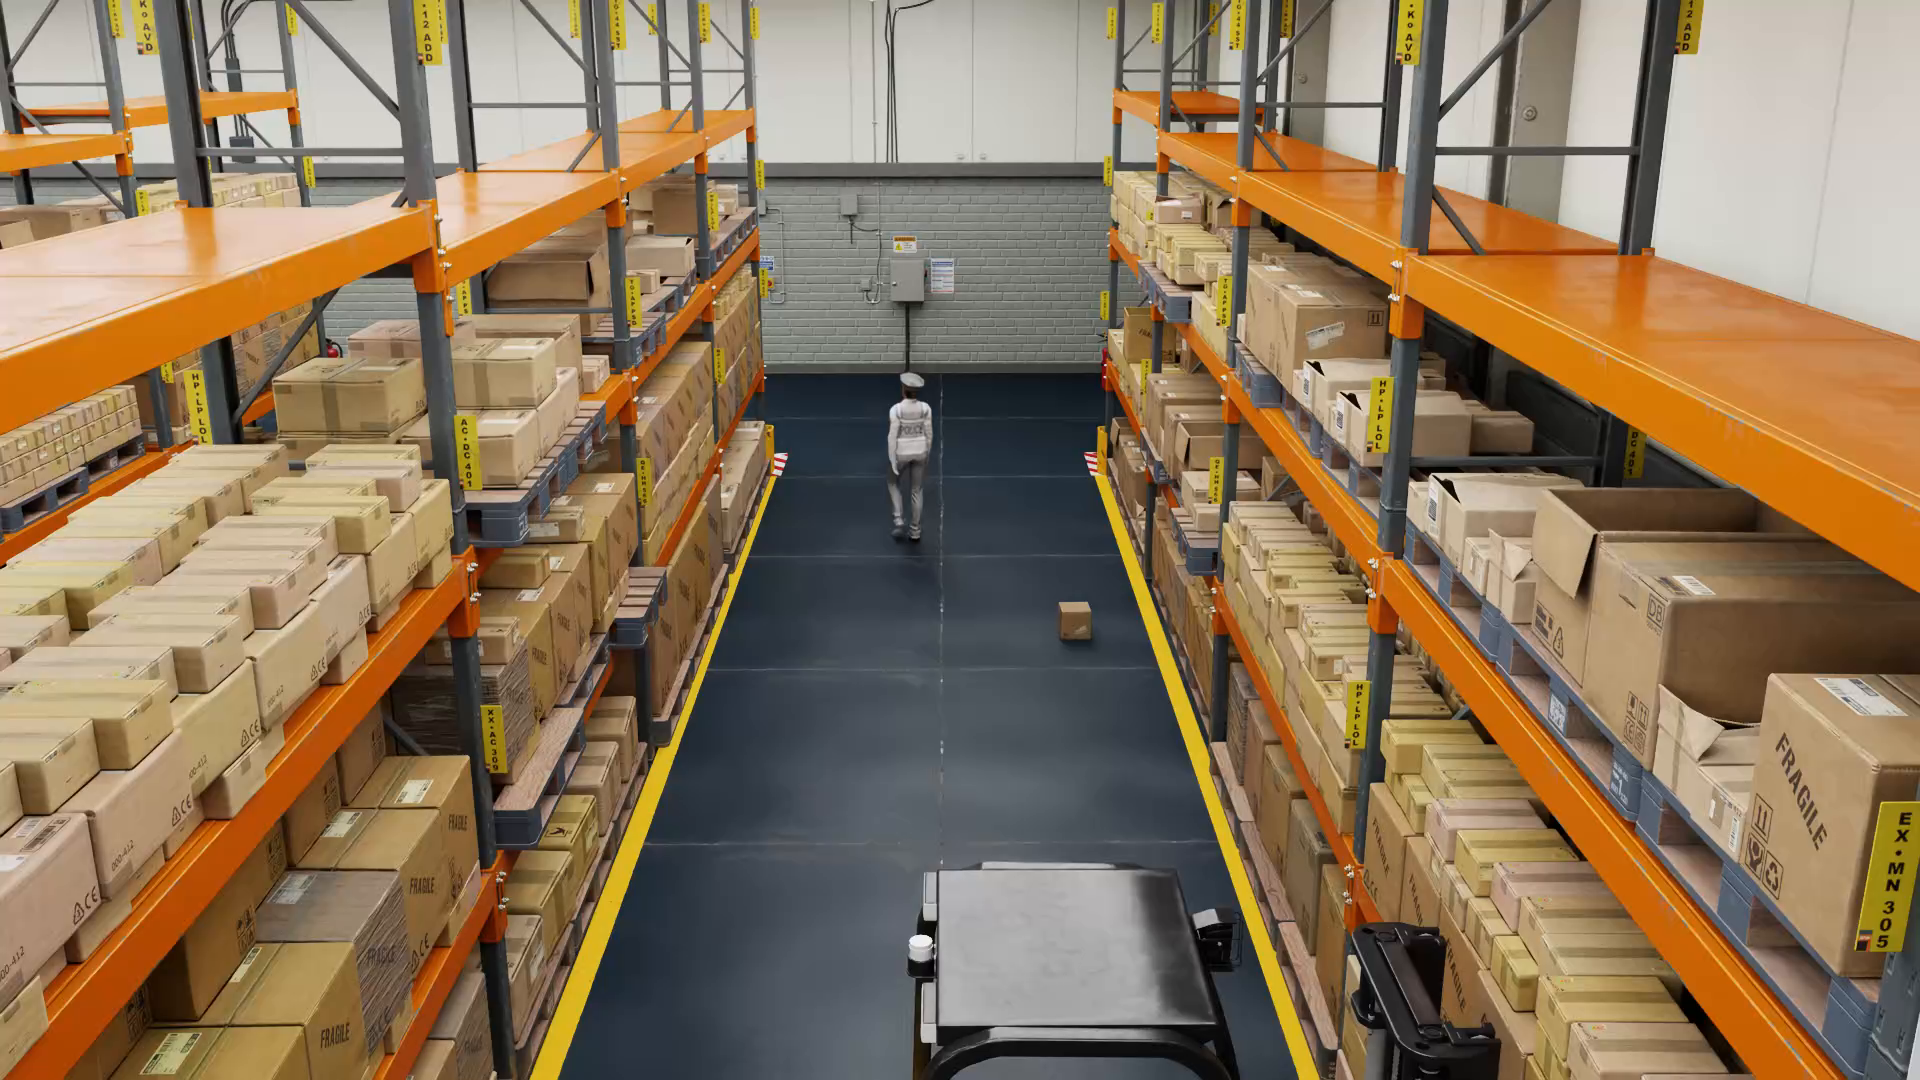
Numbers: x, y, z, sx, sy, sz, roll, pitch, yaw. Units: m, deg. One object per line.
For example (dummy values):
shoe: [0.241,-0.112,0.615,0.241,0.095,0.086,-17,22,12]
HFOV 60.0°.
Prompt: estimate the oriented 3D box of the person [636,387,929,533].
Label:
person: [-3.294,0.123,12.756,7.740,2.202,7.075,-4,18,-13]
